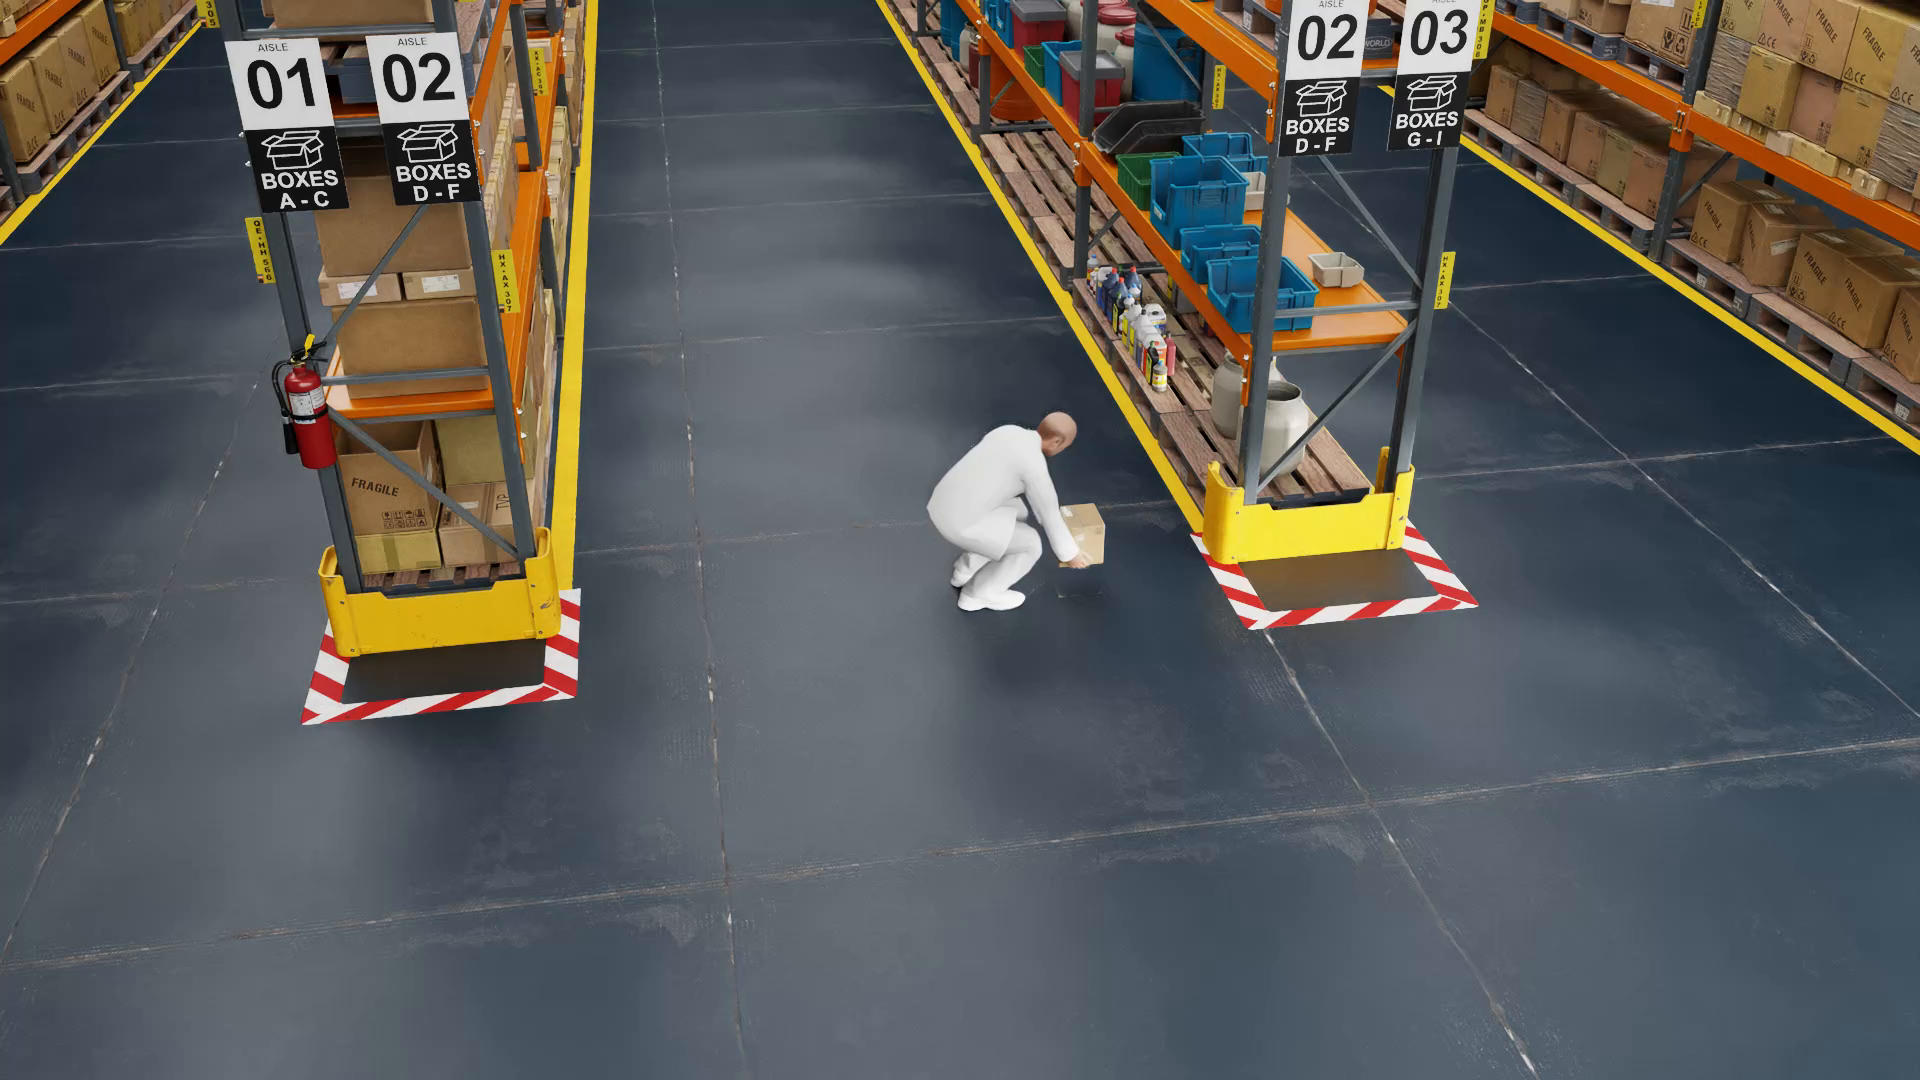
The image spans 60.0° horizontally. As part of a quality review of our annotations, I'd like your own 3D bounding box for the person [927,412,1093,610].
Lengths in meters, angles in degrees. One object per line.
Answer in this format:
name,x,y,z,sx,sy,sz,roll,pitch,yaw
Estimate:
person,0.260,-0.171,9.177,0.893,1.045,0.612,-5,31,-9
